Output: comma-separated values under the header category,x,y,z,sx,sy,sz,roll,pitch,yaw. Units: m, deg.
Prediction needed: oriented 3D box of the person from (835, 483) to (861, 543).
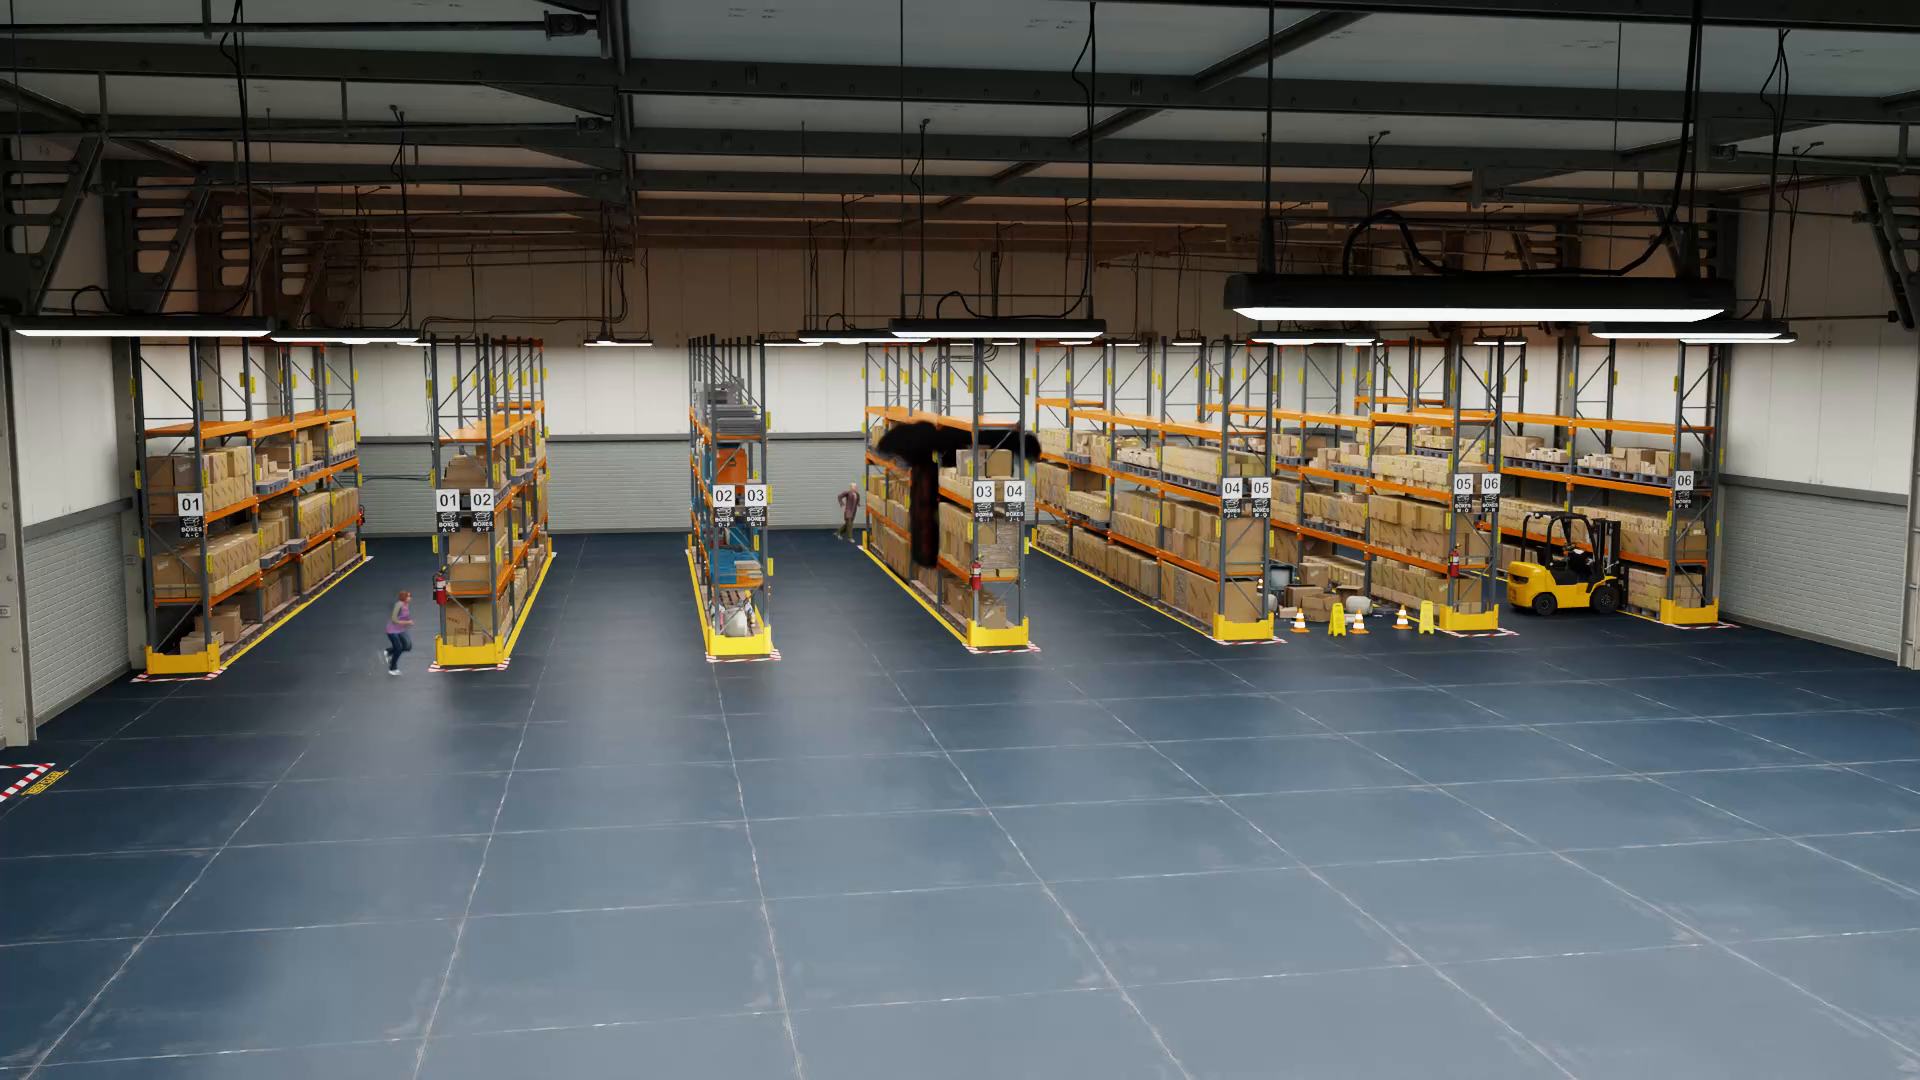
category,x,y,z,sx,sy,sz,roll,pitch,yaw
person,-3.273,-0.829,49.428,1.030,1.723,0.771,5,8,39

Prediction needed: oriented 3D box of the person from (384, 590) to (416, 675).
category,x,y,z,sx,sy,sz,roll,pitch,yaw
person,-9.867,1.632,29.280,0.660,1.528,0.522,2,7,16
